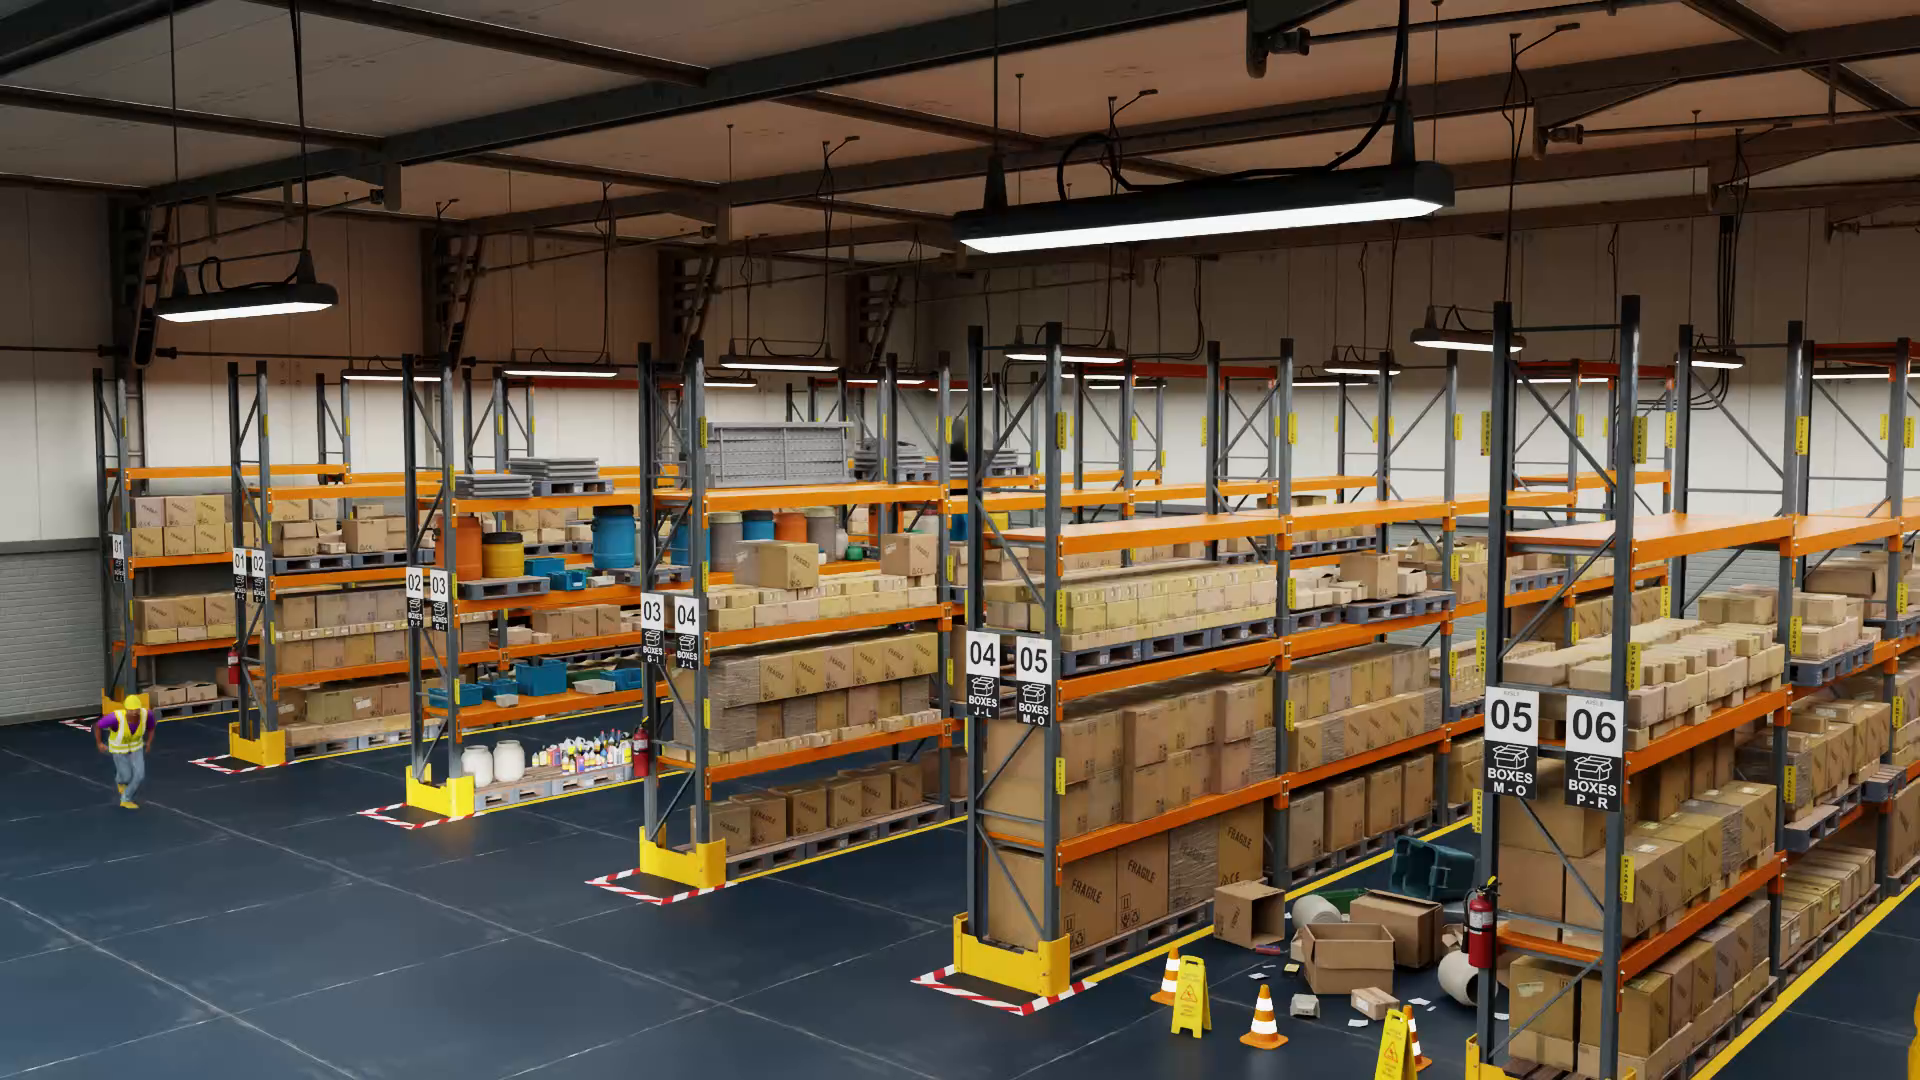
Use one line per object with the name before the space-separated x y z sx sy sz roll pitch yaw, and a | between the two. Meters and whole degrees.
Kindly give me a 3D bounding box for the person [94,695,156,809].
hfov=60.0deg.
person | -10.971 2.785 21.856 0.726 1.562 0.941 -4 6 -41
